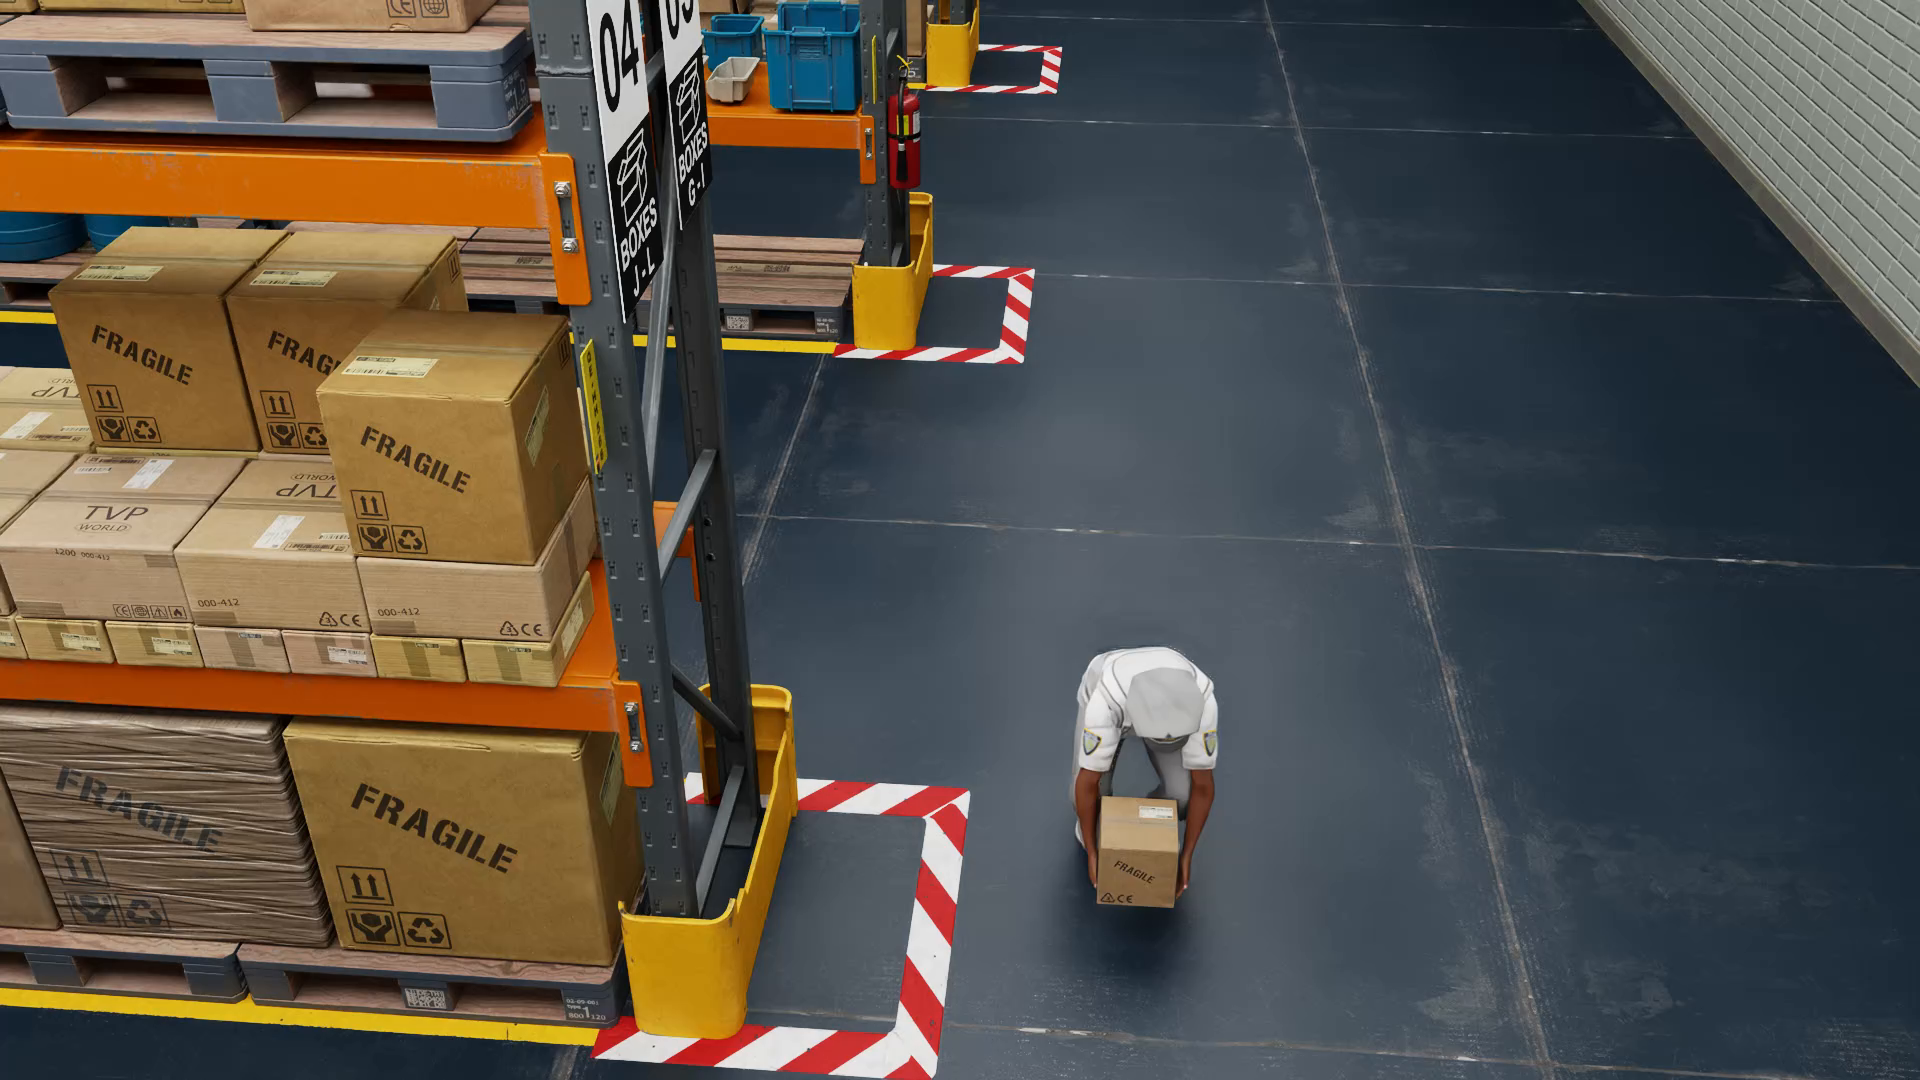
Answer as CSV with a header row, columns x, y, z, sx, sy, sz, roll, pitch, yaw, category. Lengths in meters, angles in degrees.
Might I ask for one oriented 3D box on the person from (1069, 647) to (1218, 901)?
x,y,z,sx,sy,sz,roll,pitch,yaw,category
0.621,0.703,5.679,0.484,0.968,0.835,2,32,4,person
